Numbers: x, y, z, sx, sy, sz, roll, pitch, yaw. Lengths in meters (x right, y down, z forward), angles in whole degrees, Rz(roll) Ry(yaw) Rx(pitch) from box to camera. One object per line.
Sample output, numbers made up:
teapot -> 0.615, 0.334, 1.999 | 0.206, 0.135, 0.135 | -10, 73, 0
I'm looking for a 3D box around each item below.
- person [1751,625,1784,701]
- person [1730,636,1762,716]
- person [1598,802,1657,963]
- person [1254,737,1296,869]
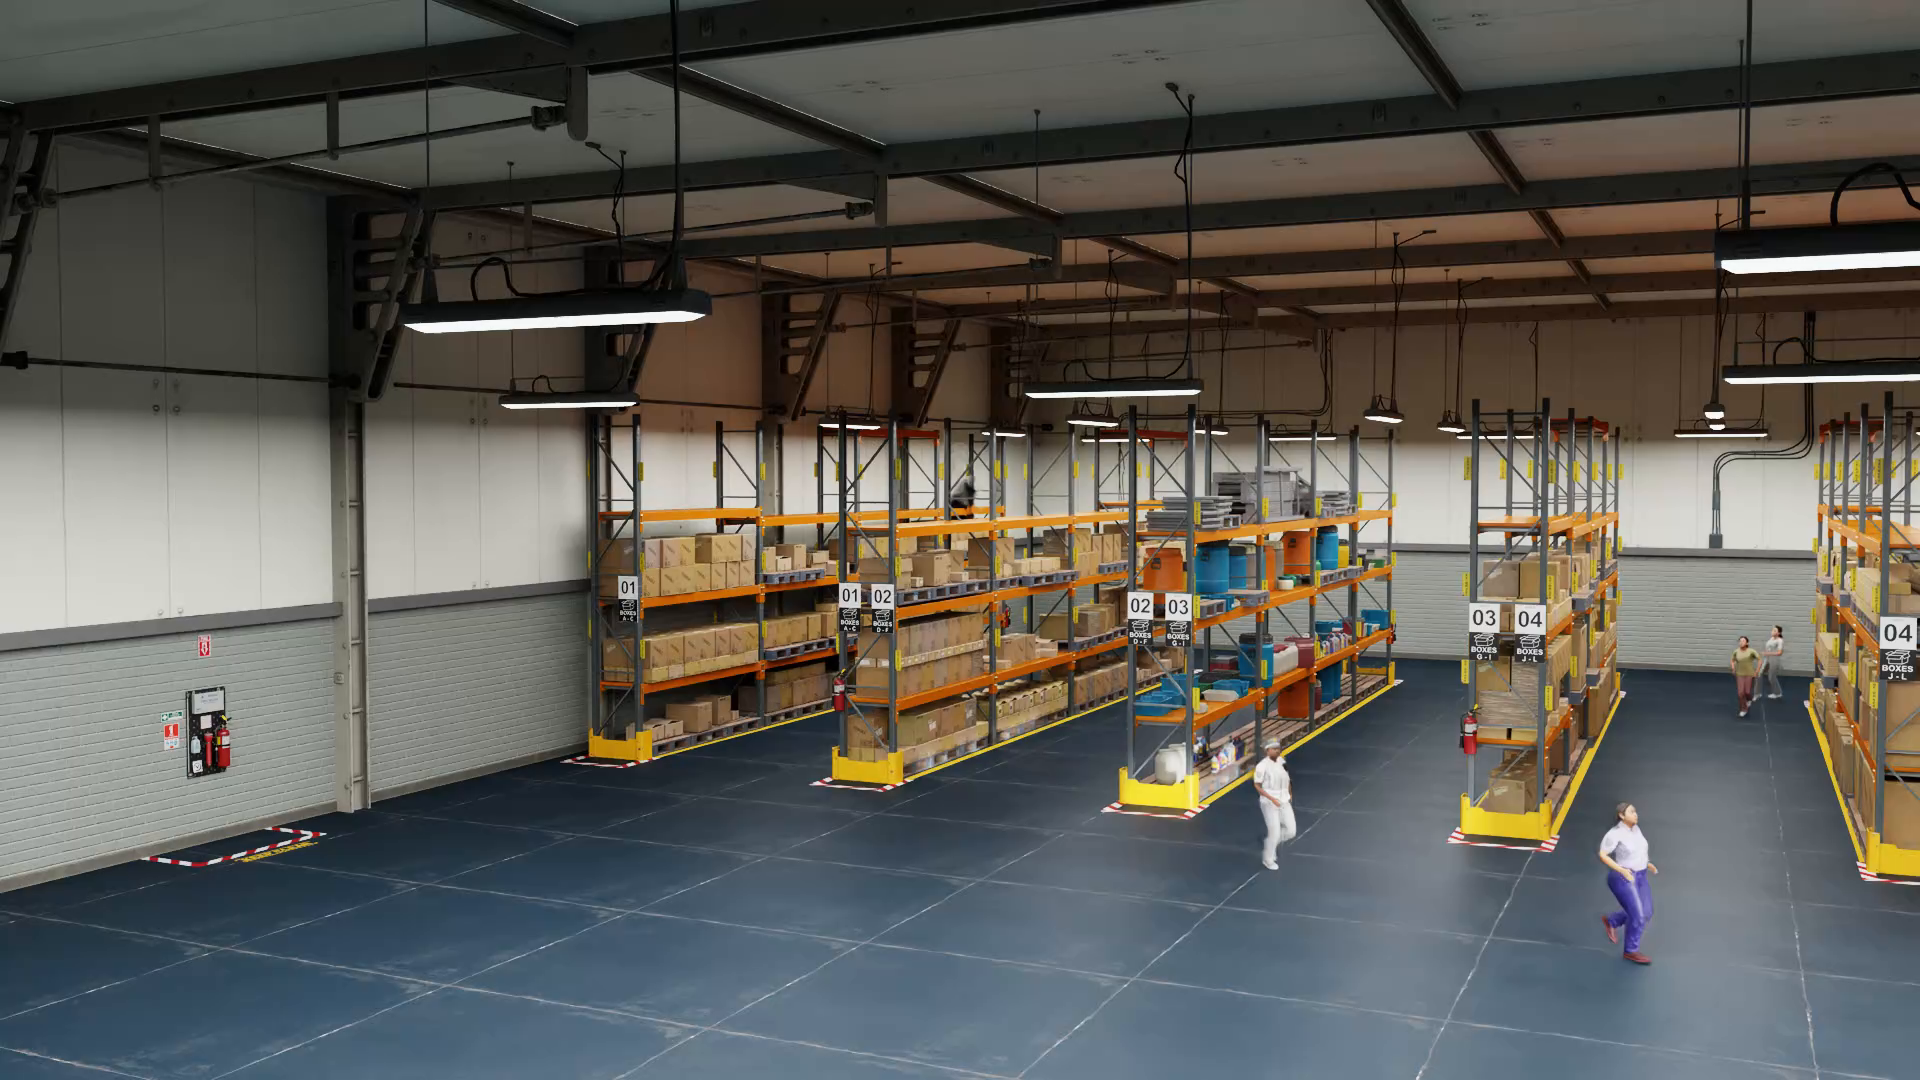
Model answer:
person -> 17.628, 2.680, 36.101 | 0.811, 1.663, 0.570 | -1, 2, -17
person -> 16.160, 2.789, 34.198 | 0.596, 1.643, 0.617 | 2, 3, 39
person -> 6.846, 3.495, 17.137 | 0.611, 1.597, 0.652 | -2, 3, -33
person -> 3.994, 3.316, 20.978 | 0.586, 1.657, 0.495 | -1, 3, -27
